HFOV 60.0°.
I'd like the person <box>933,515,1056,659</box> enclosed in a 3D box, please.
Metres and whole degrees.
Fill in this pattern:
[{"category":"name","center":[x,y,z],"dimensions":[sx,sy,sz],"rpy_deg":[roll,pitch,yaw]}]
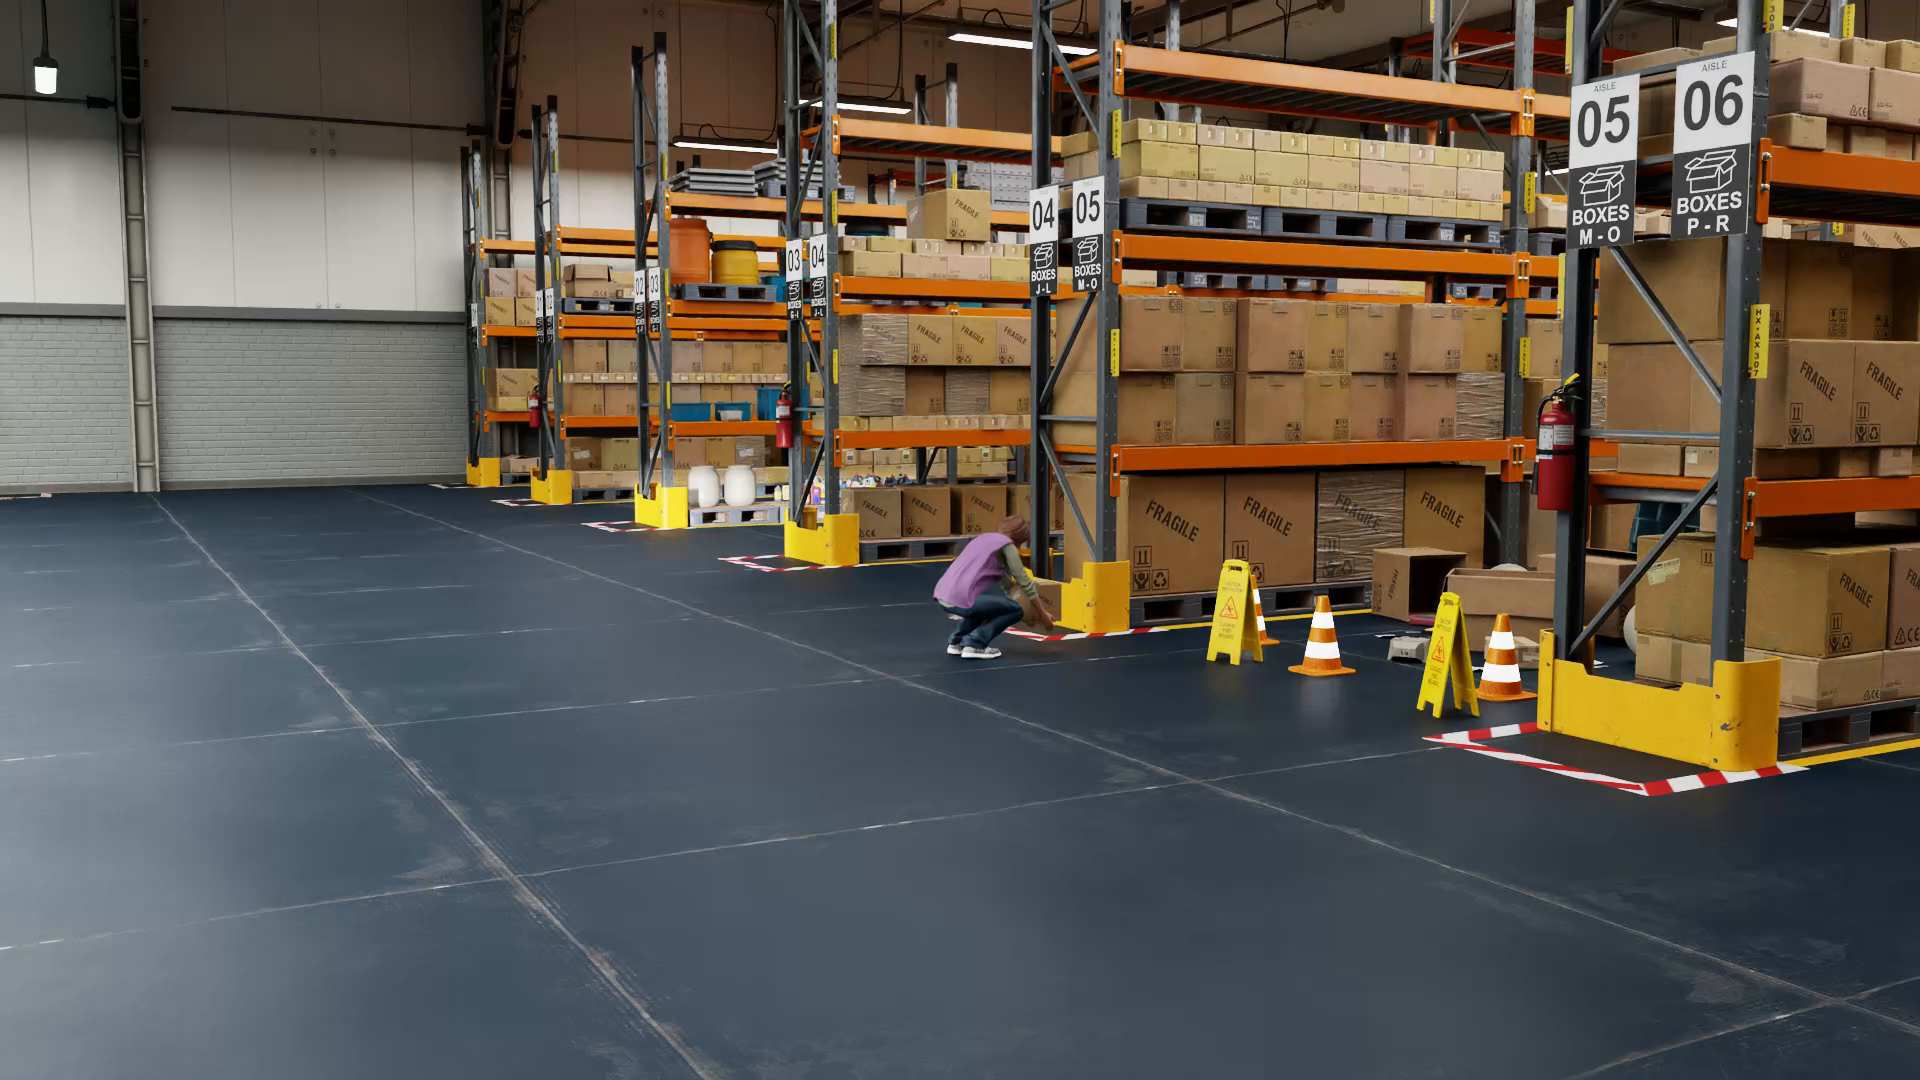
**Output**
[{"category":"person","center":[0.207,0.300,10.793],"dimensions":[0.825,0.905,0.431],"rpy_deg":[-3,6,-30]}]
